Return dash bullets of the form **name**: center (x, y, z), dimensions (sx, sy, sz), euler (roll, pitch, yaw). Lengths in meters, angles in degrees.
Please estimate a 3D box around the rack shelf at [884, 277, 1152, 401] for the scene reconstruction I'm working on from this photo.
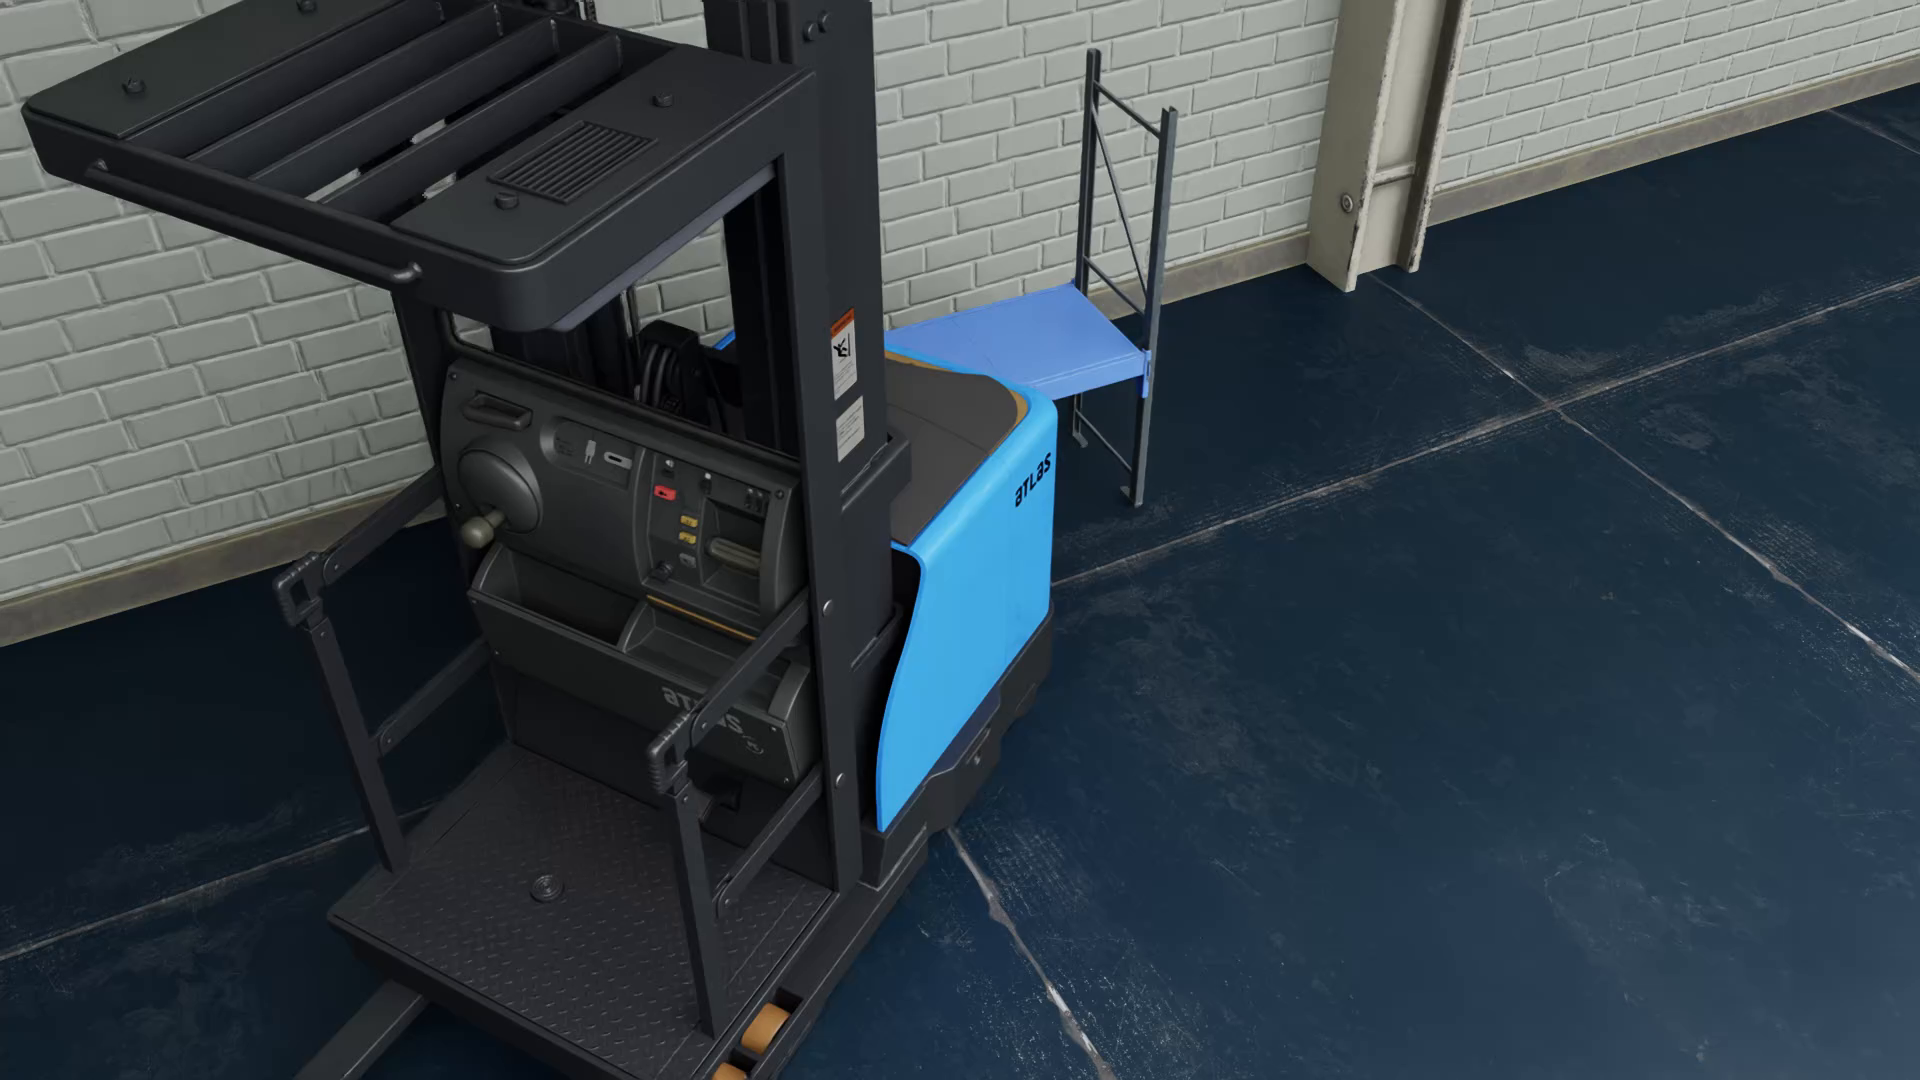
- **rack shelf**: center (0.068, -0.559, 5.528), dimensions (1.000, 0.185, 0.538), euler (-17, 43, -20)

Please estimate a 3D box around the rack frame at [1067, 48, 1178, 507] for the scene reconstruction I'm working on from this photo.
- **rack frame**: center (0.525, -0.840, 5.581), dimensions (0.032, 1.500, 0.500), euler (-17, 43, -20)

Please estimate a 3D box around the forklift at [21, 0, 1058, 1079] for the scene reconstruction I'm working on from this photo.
- **forklift**: center (-0.869, -0.017, 3.501), dimensions (1.130, 2.935, 3.031), euler (20, 44, 22)

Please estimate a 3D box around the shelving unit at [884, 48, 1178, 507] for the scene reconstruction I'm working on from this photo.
- **shelving unit**: center (0.068, -0.696, 5.411), dimensions (1.048, 1.500, 0.538), euler (-17, 43, -20)

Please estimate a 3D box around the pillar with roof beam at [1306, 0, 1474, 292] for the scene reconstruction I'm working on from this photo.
- **pillar with roof beam**: center (3.708, -2.153, 1.329), dimensions (0.400, 9.000, 9.100), euler (-19, 44, -21)
